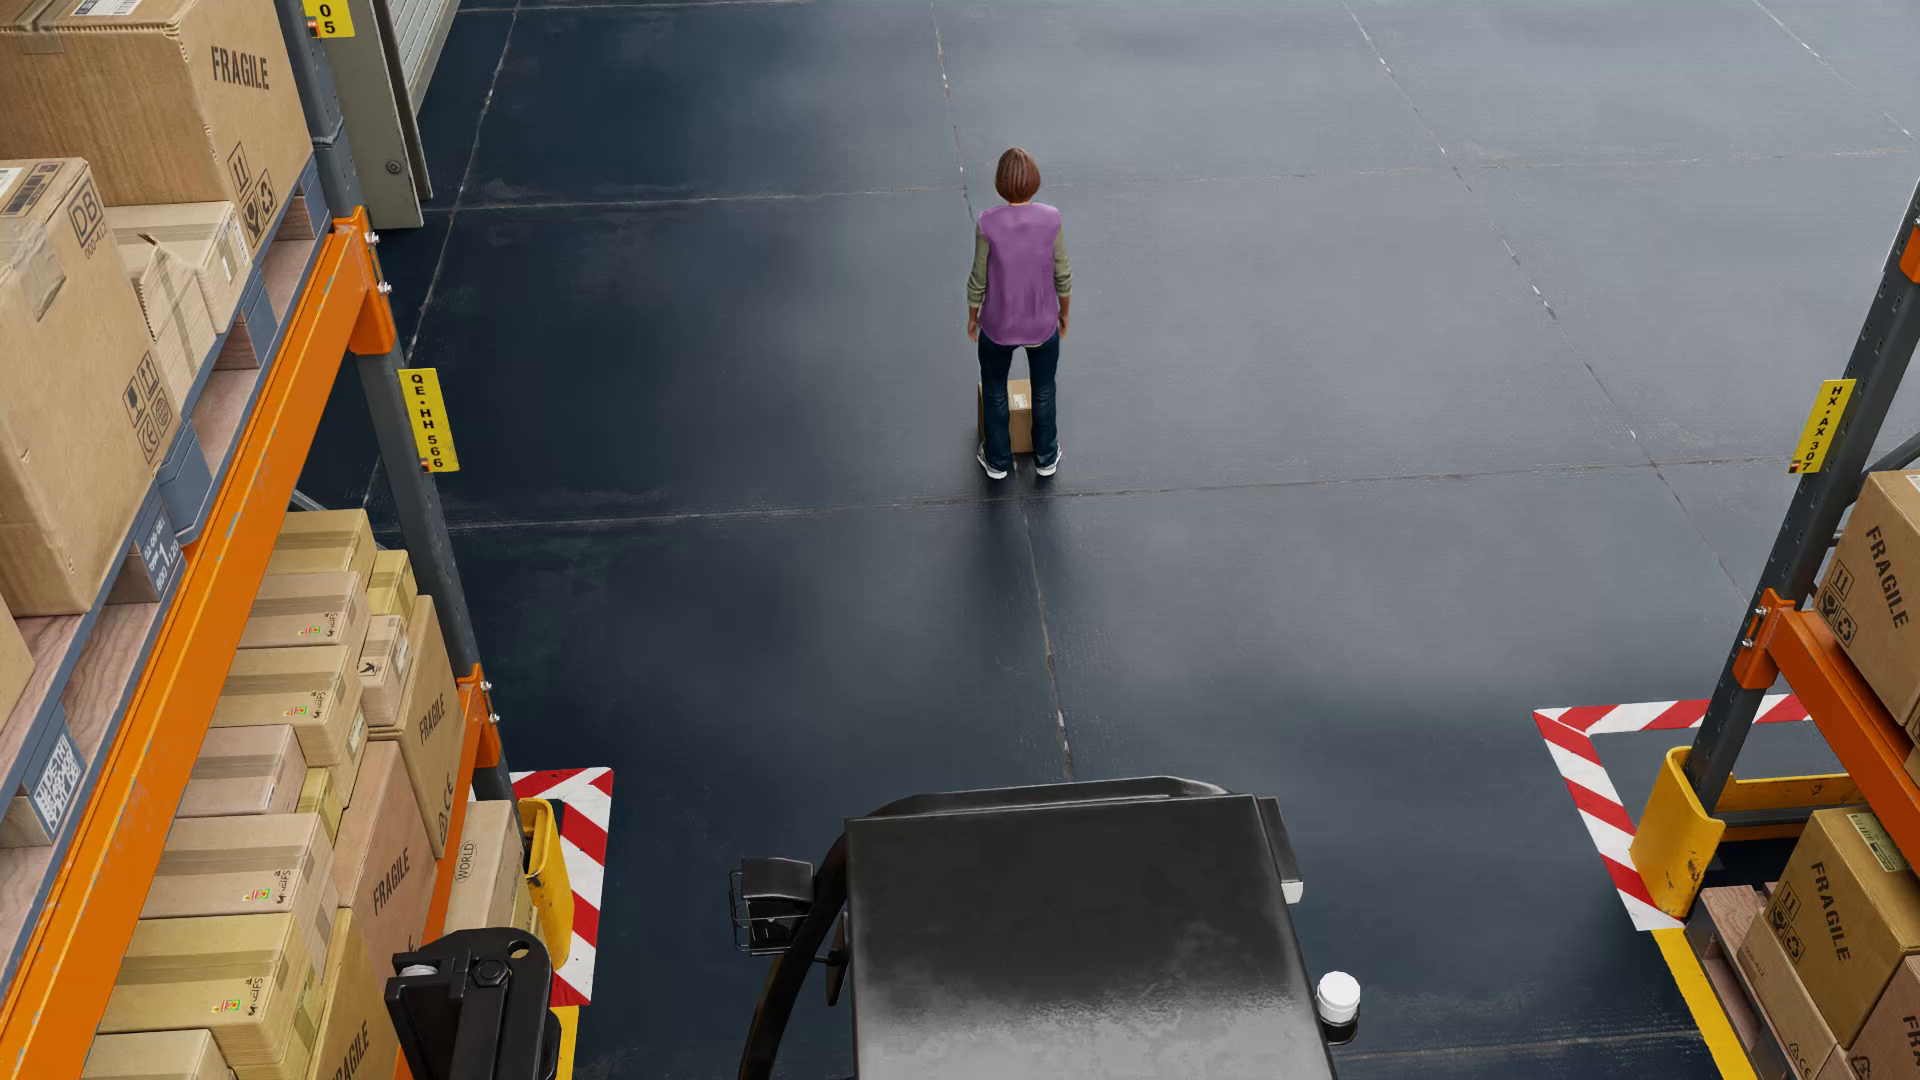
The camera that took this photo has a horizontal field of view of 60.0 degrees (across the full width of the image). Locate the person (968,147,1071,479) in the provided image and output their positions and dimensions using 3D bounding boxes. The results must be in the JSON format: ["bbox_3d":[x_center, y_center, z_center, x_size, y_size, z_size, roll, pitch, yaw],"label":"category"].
[{"bbox_3d":[0.262,-0.953,7.313,0.450,1.593,0.346,-3,40,-4],"label":"person"}]
